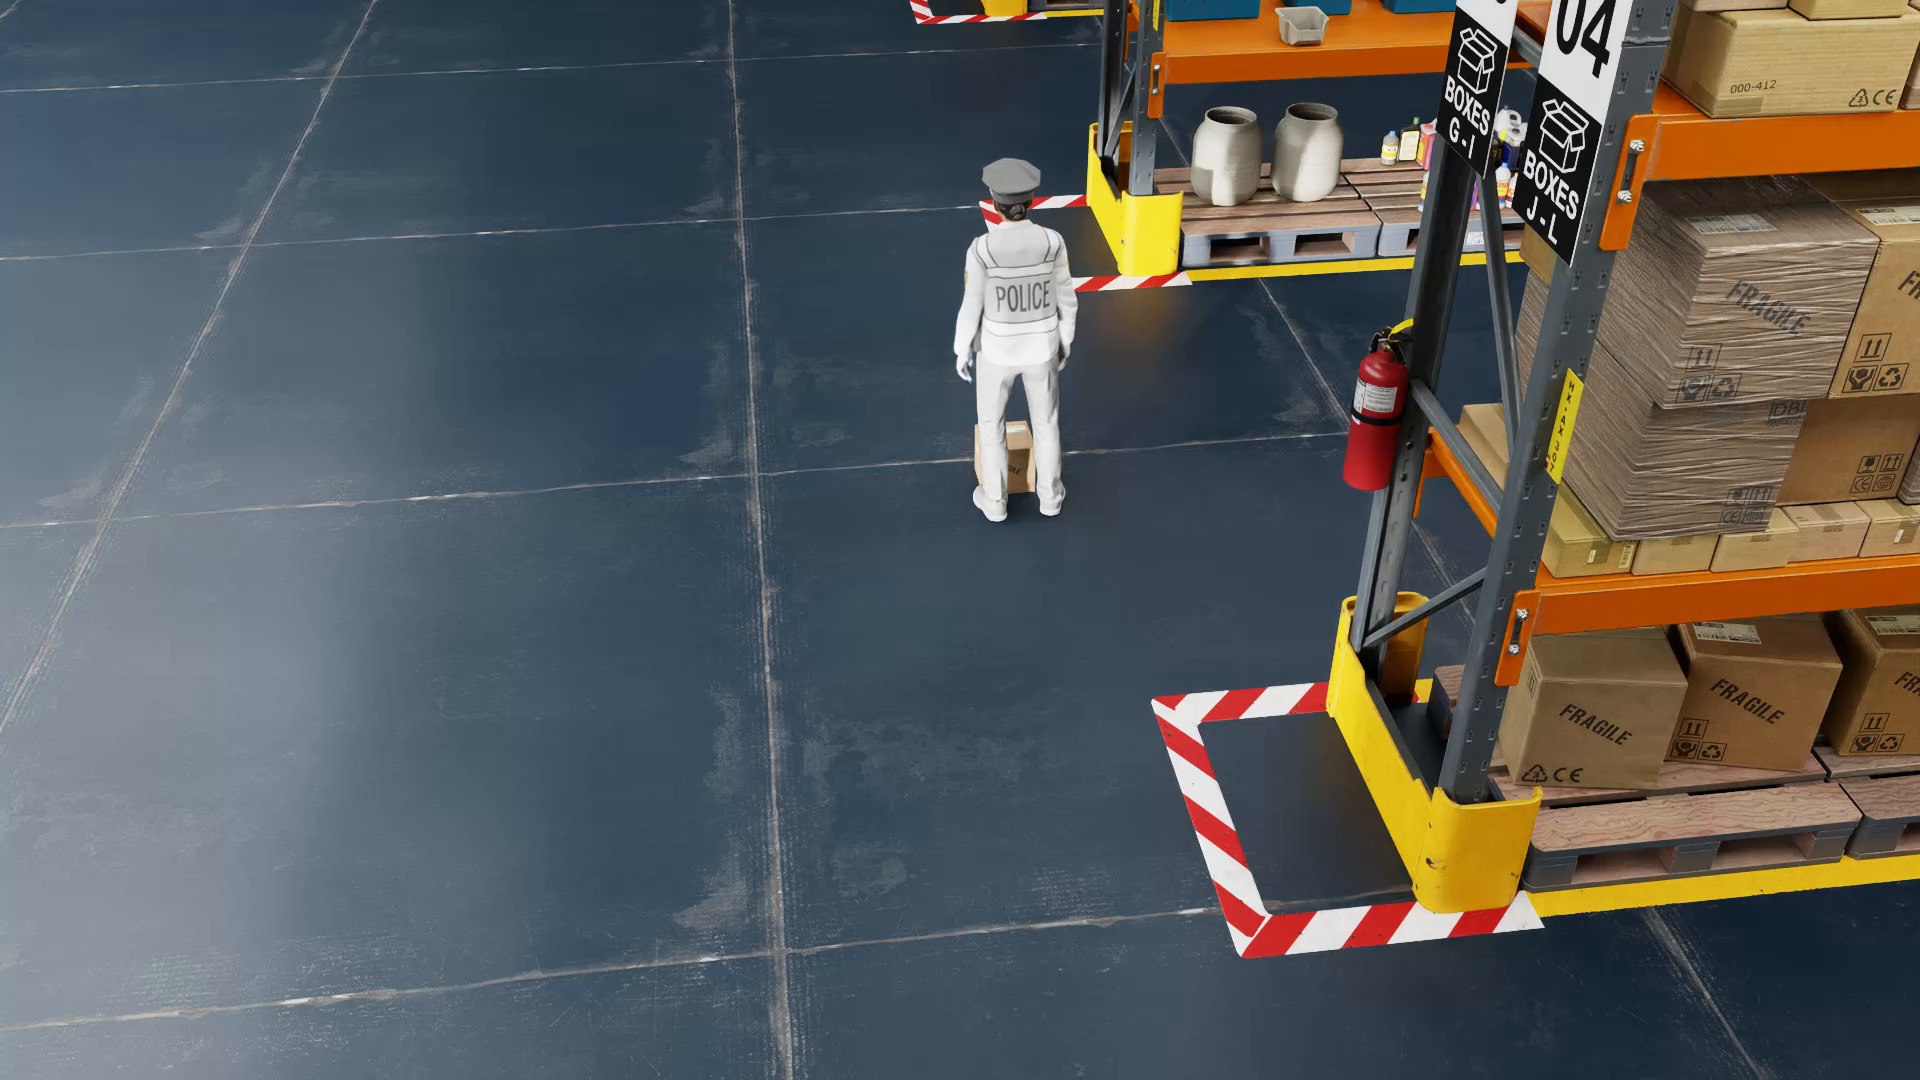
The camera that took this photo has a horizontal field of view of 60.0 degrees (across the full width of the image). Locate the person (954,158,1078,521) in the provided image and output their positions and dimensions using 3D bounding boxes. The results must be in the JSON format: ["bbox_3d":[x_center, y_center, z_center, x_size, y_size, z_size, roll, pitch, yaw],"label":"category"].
[{"bbox_3d":[0.245,-0.834,7.330,0.547,1.667,0.369,-6,35,-9],"label":"person"}]
